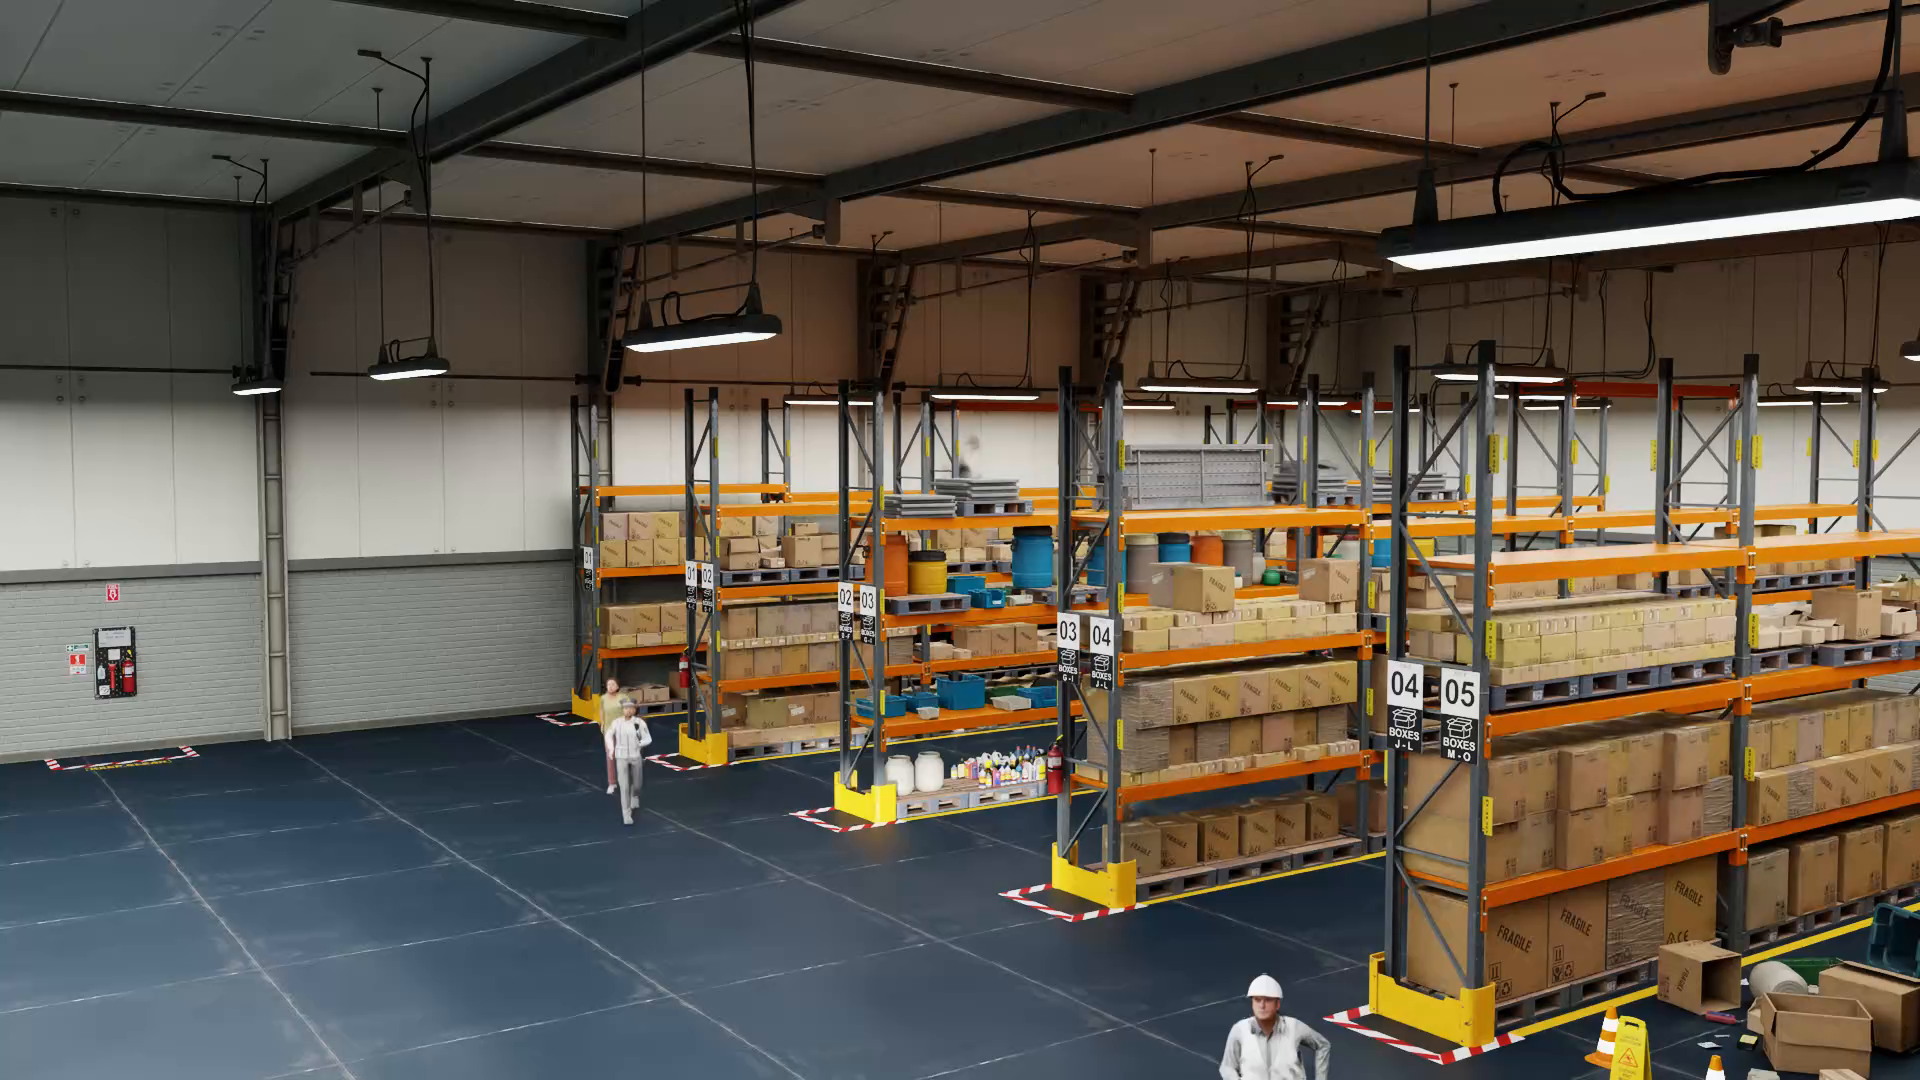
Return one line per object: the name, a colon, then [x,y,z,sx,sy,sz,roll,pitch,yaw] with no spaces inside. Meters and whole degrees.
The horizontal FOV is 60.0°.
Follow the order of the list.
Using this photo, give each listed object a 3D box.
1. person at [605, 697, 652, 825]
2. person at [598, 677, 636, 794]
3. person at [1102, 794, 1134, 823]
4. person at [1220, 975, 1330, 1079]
person: [-4.505,2.961,22.598,0.624,1.668,0.862,-1,4,-13]
person: [-5.079,2.850,24.650,0.575,1.684,0.824,0,3,-1]
person: [2.105,3.047,21.296,0.600,1.673,0.663,-3,5,-42]
person: [2.004,3.646,10.645,0.678,1.727,0.756,1,4,17]
